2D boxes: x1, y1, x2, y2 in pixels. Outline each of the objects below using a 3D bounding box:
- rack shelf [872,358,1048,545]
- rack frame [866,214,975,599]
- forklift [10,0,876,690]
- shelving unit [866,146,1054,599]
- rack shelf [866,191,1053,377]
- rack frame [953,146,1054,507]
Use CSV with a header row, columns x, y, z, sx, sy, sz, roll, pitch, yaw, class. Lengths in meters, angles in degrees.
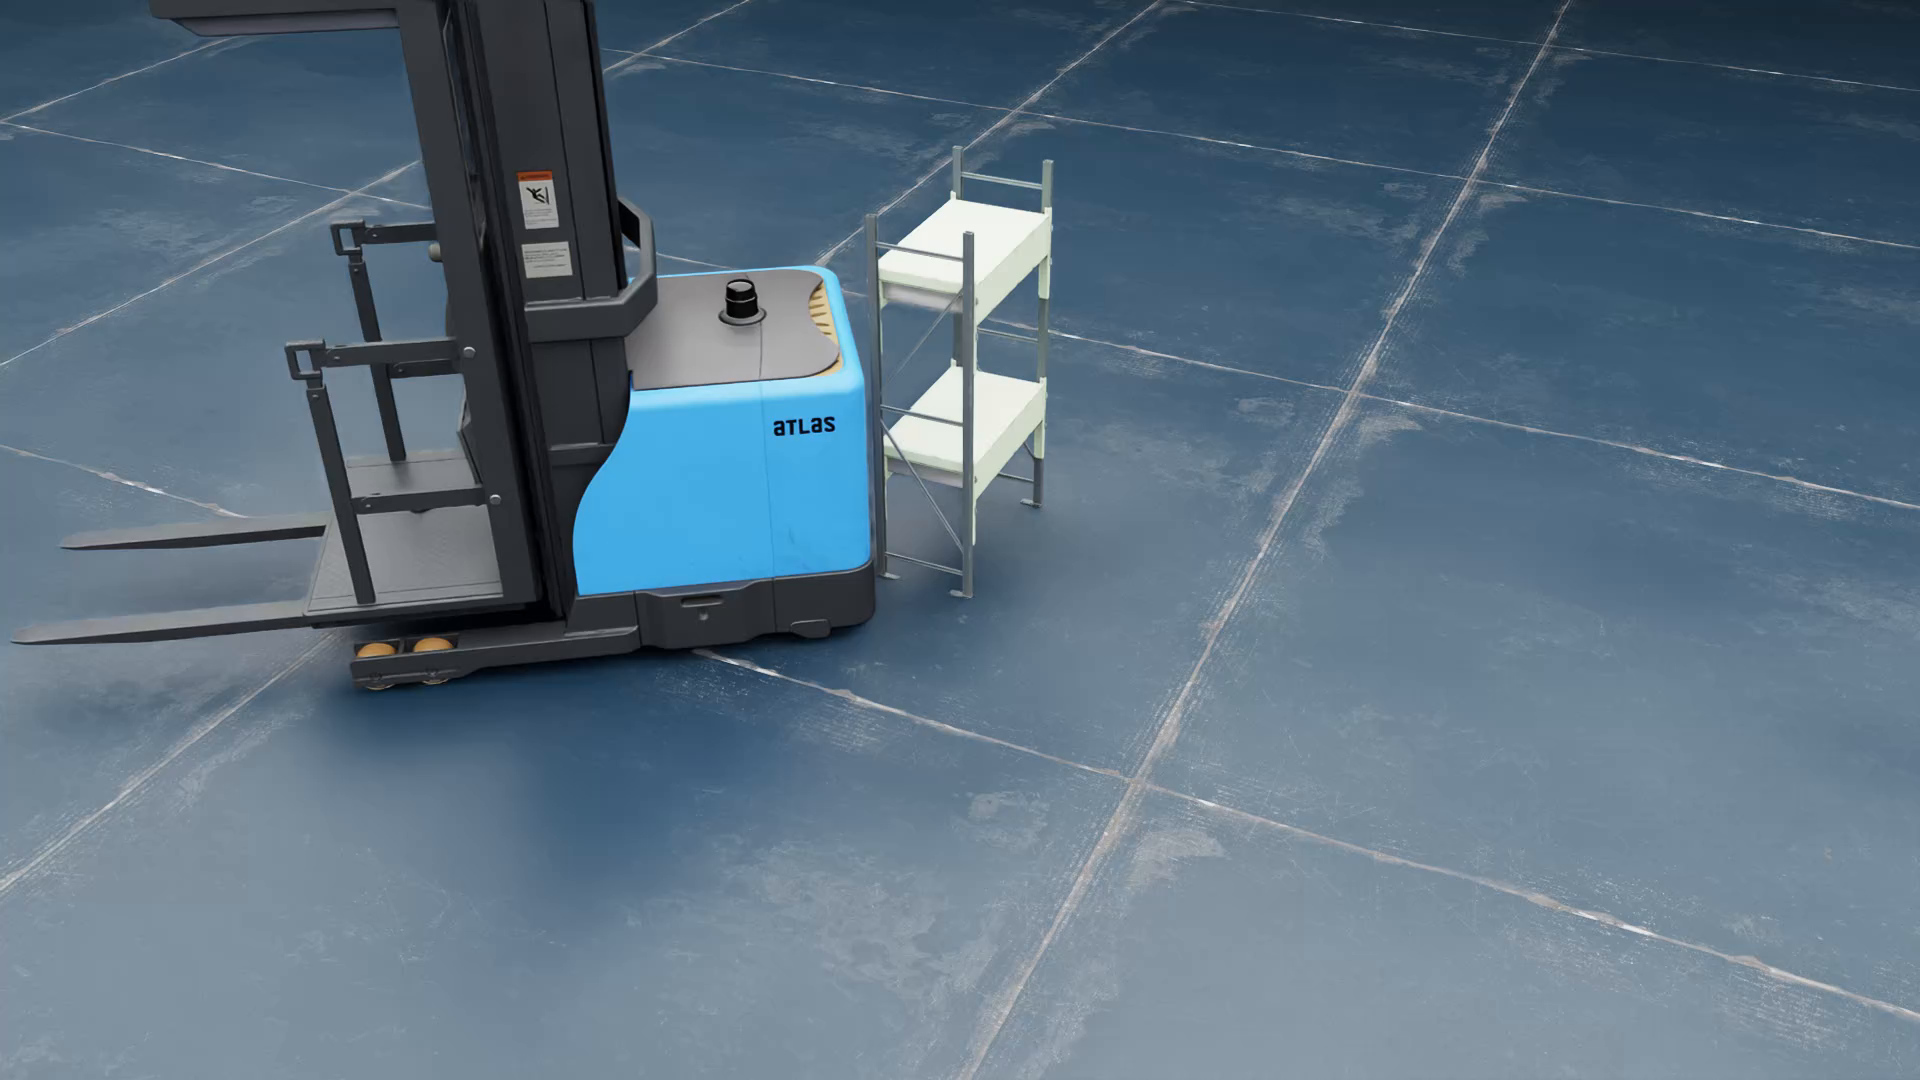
x,y,z,sx,sy,sz,roll,pitch,yaw,class
0.011,-0.359,6.525,0.431,0.370,0.720,14,36,20,rack shelf
-0.138,-0.448,6.066,0.400,1.500,0.023,14,36,20,rack frame
-1.880,-1.004,5.608,3.031,2.935,1.130,-5,34,-8,forklift
0.011,-0.632,6.346,0.431,1.500,0.755,14,36,20,shelving unit
0.011,-0.958,6.132,0.431,0.370,0.720,14,36,20,rack shelf
0.159,-0.815,6.626,0.400,1.500,0.023,14,36,20,rack frame
